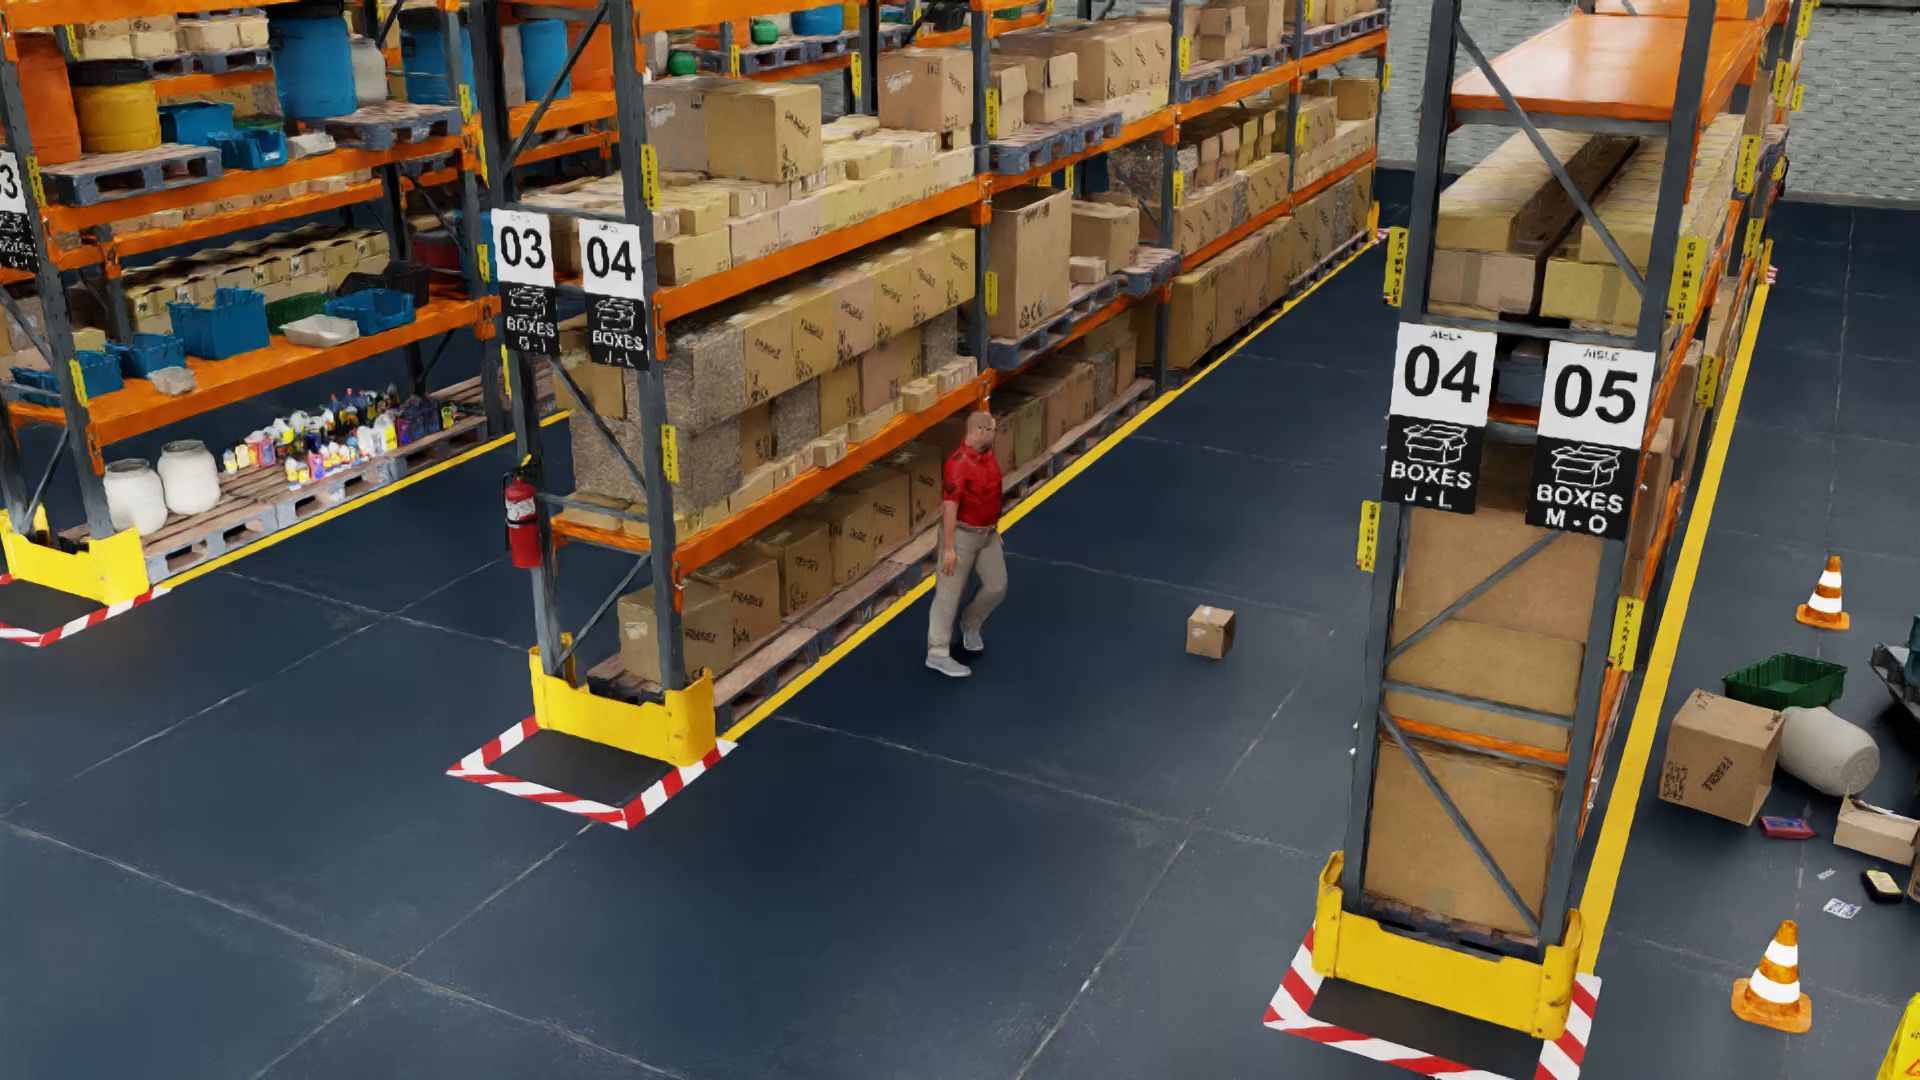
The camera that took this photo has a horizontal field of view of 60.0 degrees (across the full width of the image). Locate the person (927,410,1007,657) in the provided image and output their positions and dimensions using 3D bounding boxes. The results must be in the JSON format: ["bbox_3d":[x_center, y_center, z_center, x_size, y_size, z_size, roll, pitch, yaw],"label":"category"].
[{"bbox_3d":[0.060,-0.040,10.782,0.397,1.622,0.643,17,28,36],"label":"person"}]
